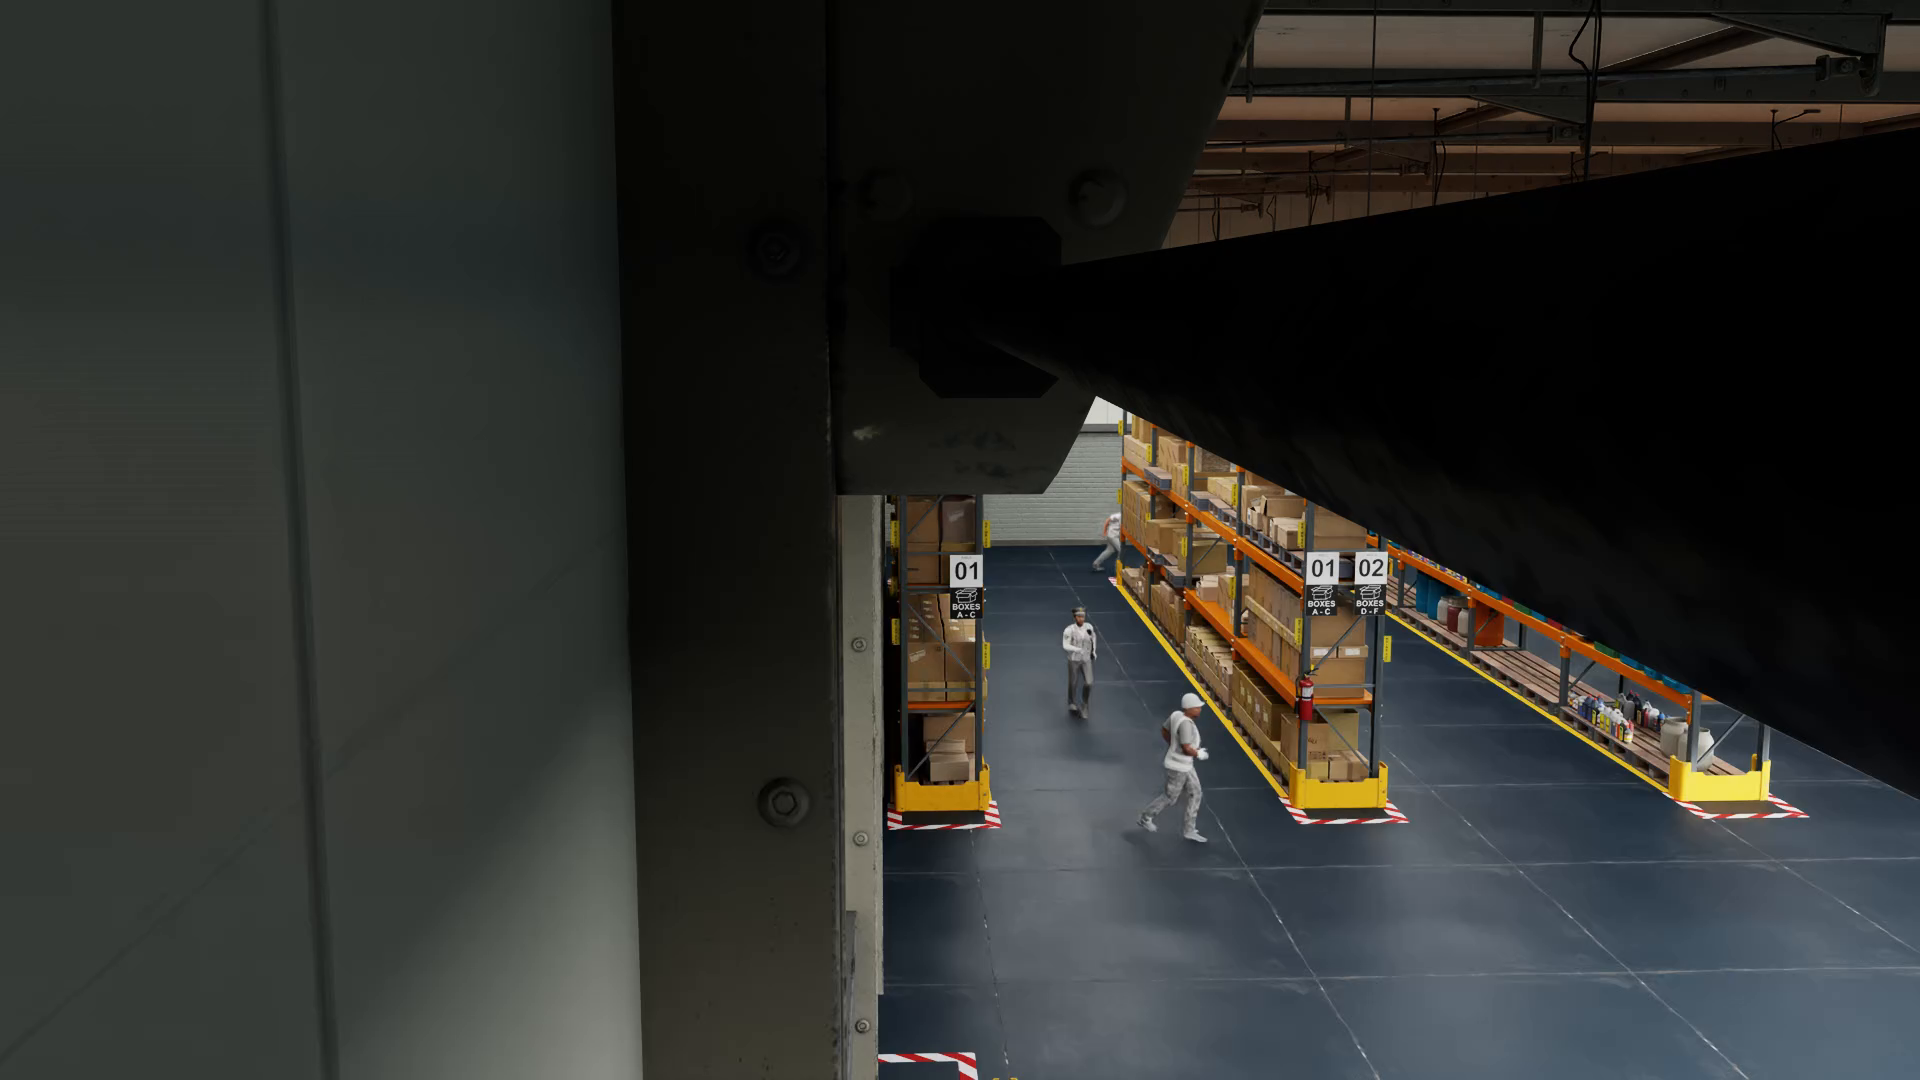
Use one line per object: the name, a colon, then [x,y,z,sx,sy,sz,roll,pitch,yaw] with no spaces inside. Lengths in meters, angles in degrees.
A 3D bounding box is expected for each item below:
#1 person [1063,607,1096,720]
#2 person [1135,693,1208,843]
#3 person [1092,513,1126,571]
person: [1.805,1.833,24.957,0.581,1.719,0.788,-1,9,-9]
person: [2.457,2.636,19.256,0.849,1.767,0.645,2,9,11]
person: [3.542,-0.029,37.849,1.121,1.584,0.677,5,10,32]
